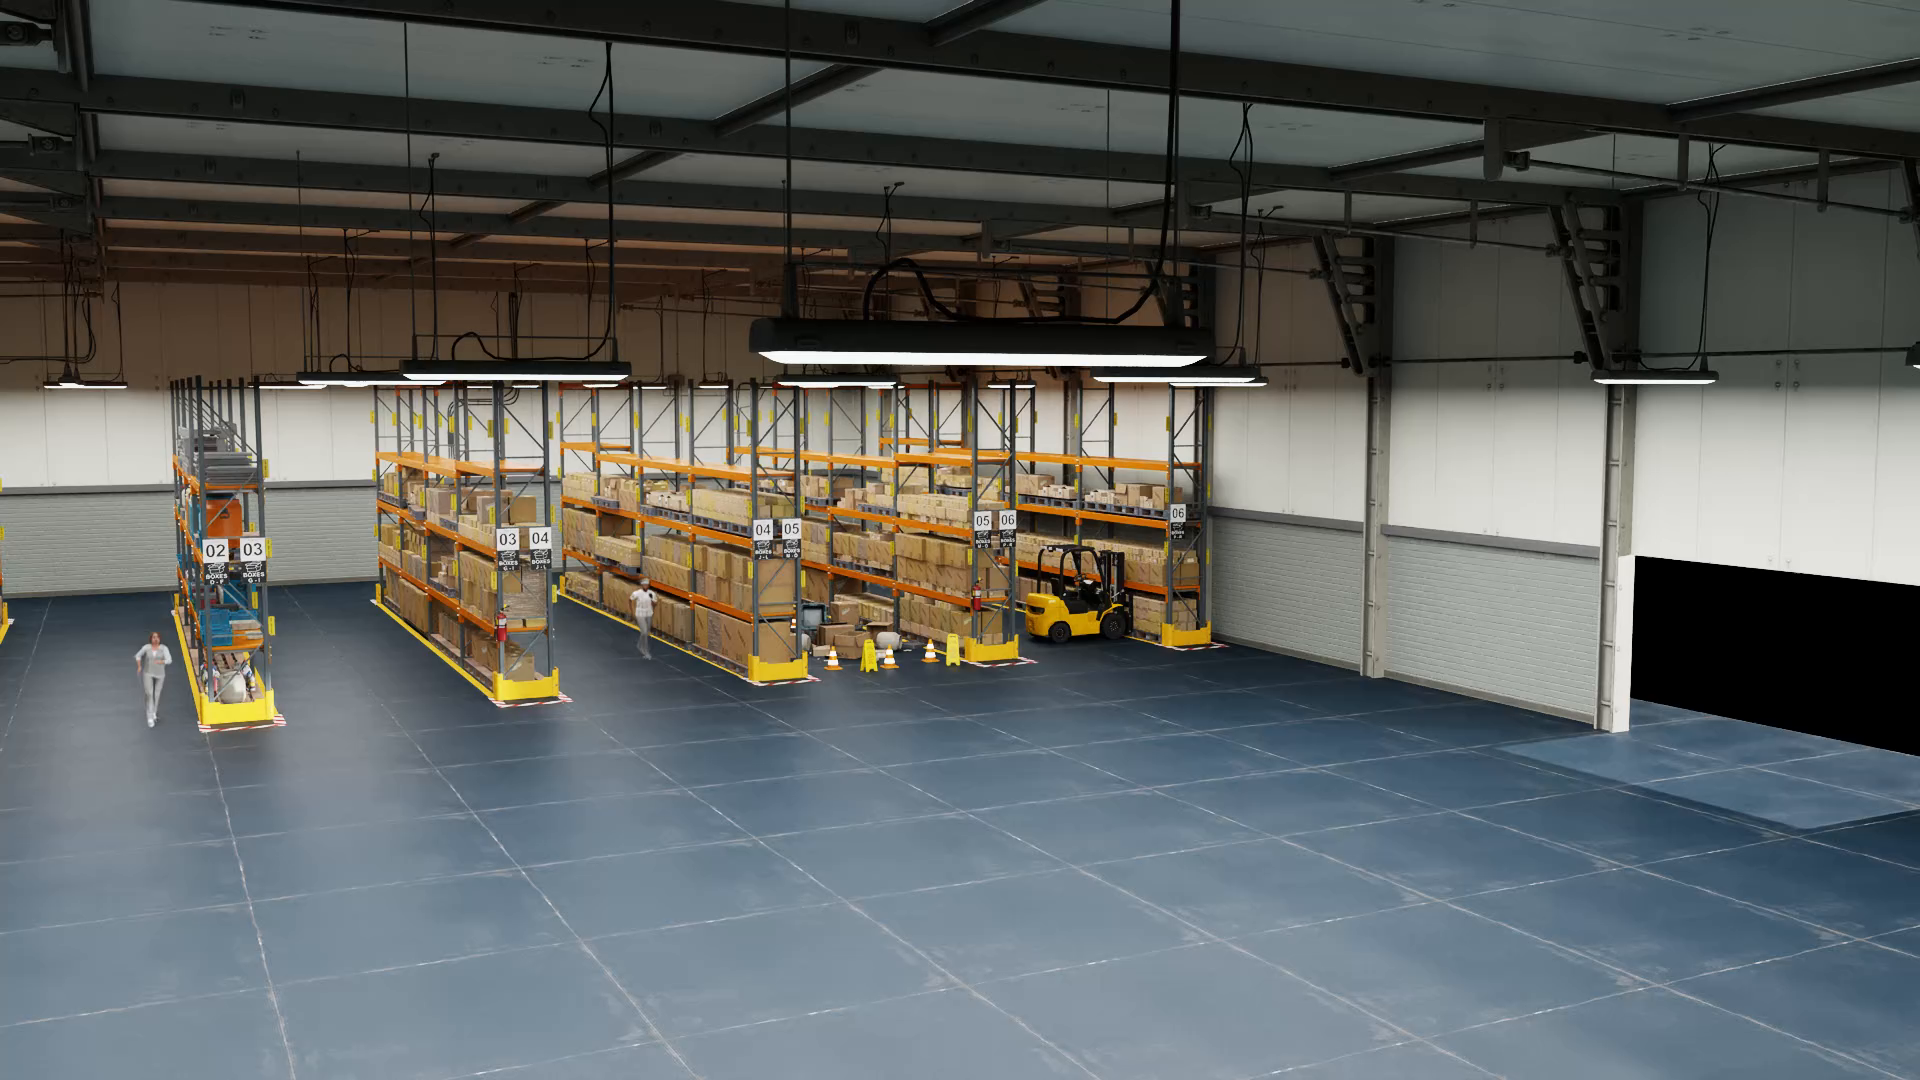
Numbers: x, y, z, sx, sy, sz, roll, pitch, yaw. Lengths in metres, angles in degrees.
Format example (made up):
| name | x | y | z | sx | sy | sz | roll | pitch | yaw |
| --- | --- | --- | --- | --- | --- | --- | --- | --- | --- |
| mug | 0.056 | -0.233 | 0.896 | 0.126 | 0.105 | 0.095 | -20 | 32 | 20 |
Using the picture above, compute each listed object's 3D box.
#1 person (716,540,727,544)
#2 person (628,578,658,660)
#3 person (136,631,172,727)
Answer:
| name | x | y | z | sx | sy | sz | roll | pitch | yaw |
| --- | --- | --- | --- | --- | --- | --- | --- | --- | --- |
| person | -7.166 | 0.347 | 50.873 | 0.585 | 1.696 | 0.681 | -1 | 5 | -11 |
| person | -6.832 | 1.674 | 35.963 | 0.547 | 1.737 | 0.864 | -4 | 6 | -35 |
| person | -13.793 | 2.358 | 28.503 | 0.526 | 1.547 | 0.892 | -3 | 6 | -33 |
